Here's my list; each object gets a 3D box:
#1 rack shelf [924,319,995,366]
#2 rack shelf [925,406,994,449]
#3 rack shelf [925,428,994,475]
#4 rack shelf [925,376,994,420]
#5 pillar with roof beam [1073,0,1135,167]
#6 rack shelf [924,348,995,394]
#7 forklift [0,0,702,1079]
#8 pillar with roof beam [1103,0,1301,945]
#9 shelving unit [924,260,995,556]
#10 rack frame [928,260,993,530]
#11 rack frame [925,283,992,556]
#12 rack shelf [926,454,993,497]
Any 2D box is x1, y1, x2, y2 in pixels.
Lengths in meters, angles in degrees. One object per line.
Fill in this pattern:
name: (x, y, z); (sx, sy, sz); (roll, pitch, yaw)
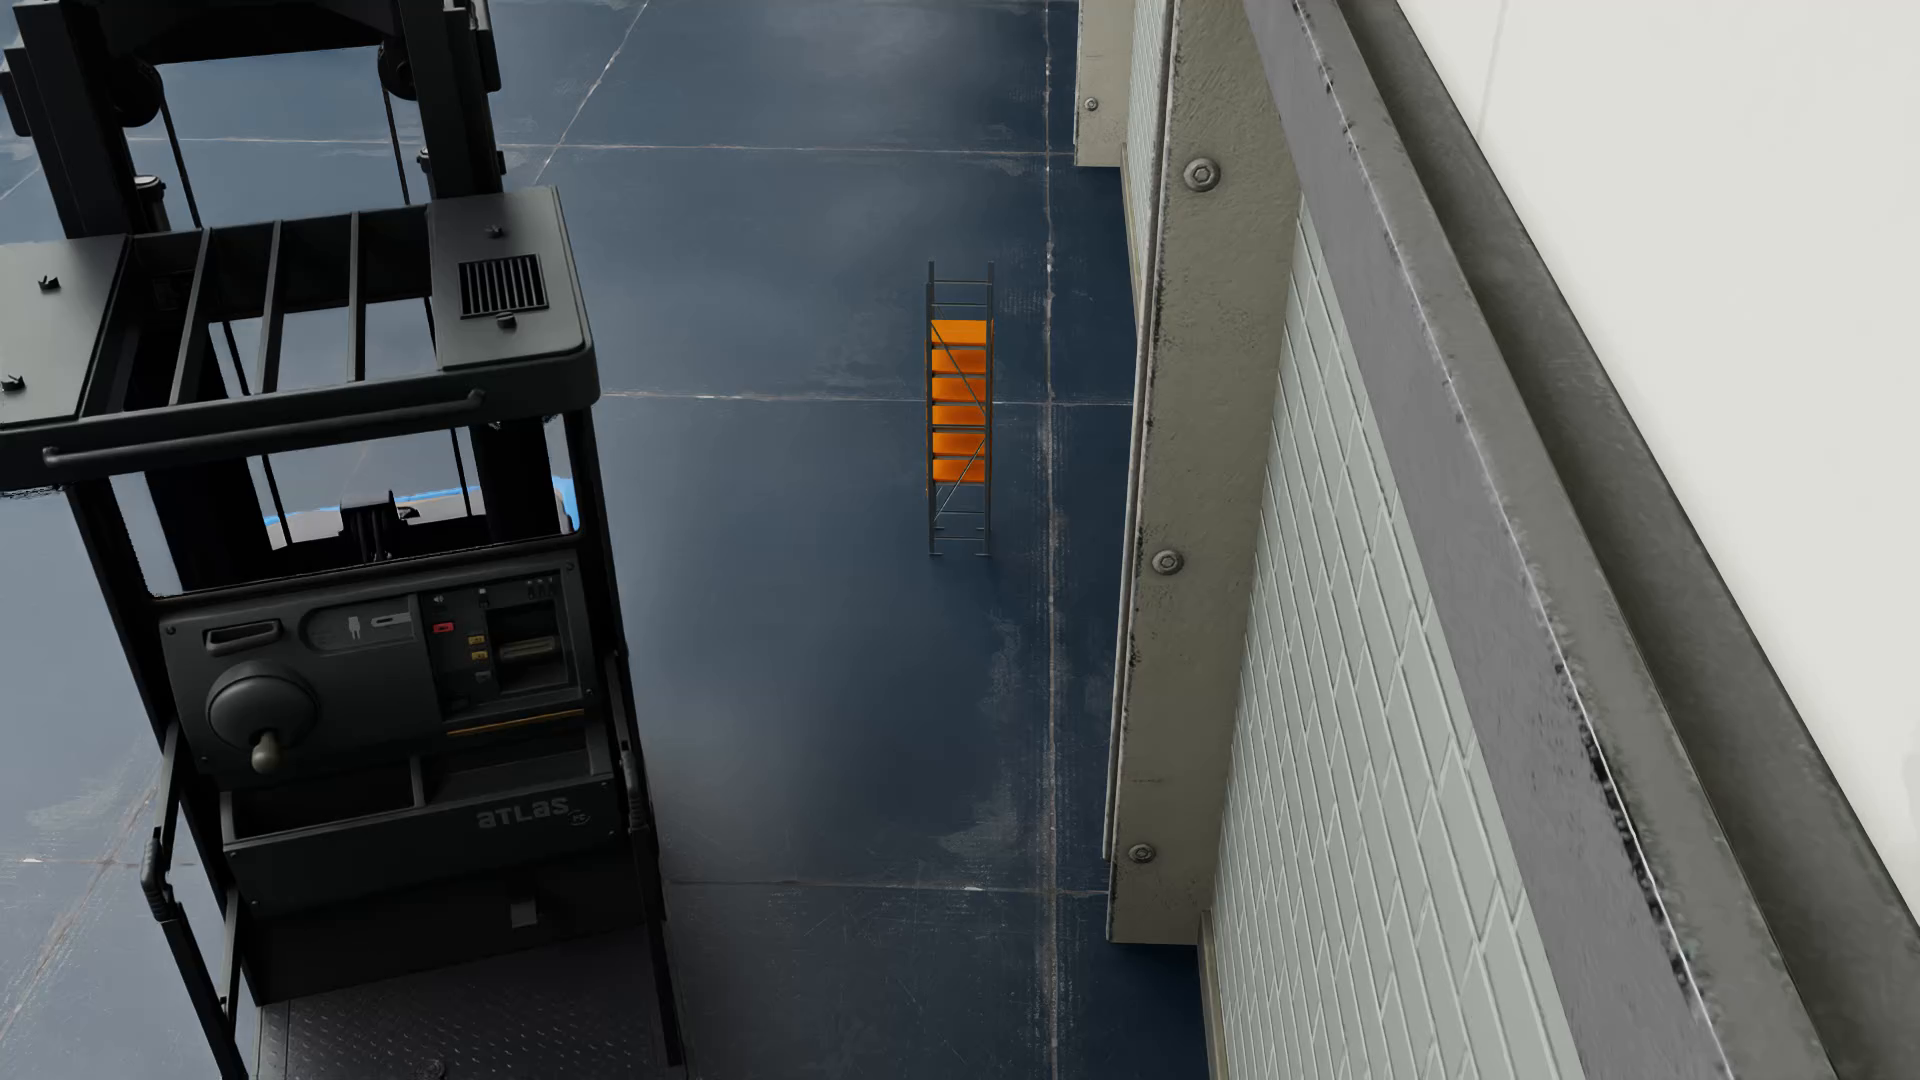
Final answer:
rack shelf: (-0.001, -0.741, 6.212); (0.258, 0.103, 0.180); (1, 35, 2)
rack shelf: (-0.001, -0.446, 6.419); (0.258, 0.103, 0.180); (1, 35, 2)
rack shelf: (-0.001, -0.348, 6.488); (0.258, 0.103, 0.180); (1, 35, 2)
rack shelf: (-0.001, -0.544, 6.350); (0.258, 0.103, 0.180); (1, 35, 2)
pillar with roof beam: (-3.455, -6.125, 7.639); (9.100, 9.000, 0.400); (1, 35, 2)
rack shelf: (-0.001, -0.643, 6.281); (0.258, 0.103, 0.180); (1, 35, 2)
forklift: (-1.279, 0.349, 3.704); (1.130, 2.935, 3.031); (-9, 36, -13)
pillar with roof beam: (-3.696, -2.678, 2.734); (9.100, 9.000, 0.400); (1, 35, 2)
shelving unit: (-0.001, -0.483, 6.393); (0.258, 1.200, 0.189); (1, 35, 2)
rack frame: (0.003, -0.535, 6.468); (0.240, 1.200, 0.006); (1, 35, 2)
rack frame: (-0.004, -0.430, 6.318); (0.240, 1.200, 0.006); (1, 35, 2)
rack shelf: (-0.001, -0.250, 6.557); (0.258, 0.103, 0.180); (1, 35, 2)
